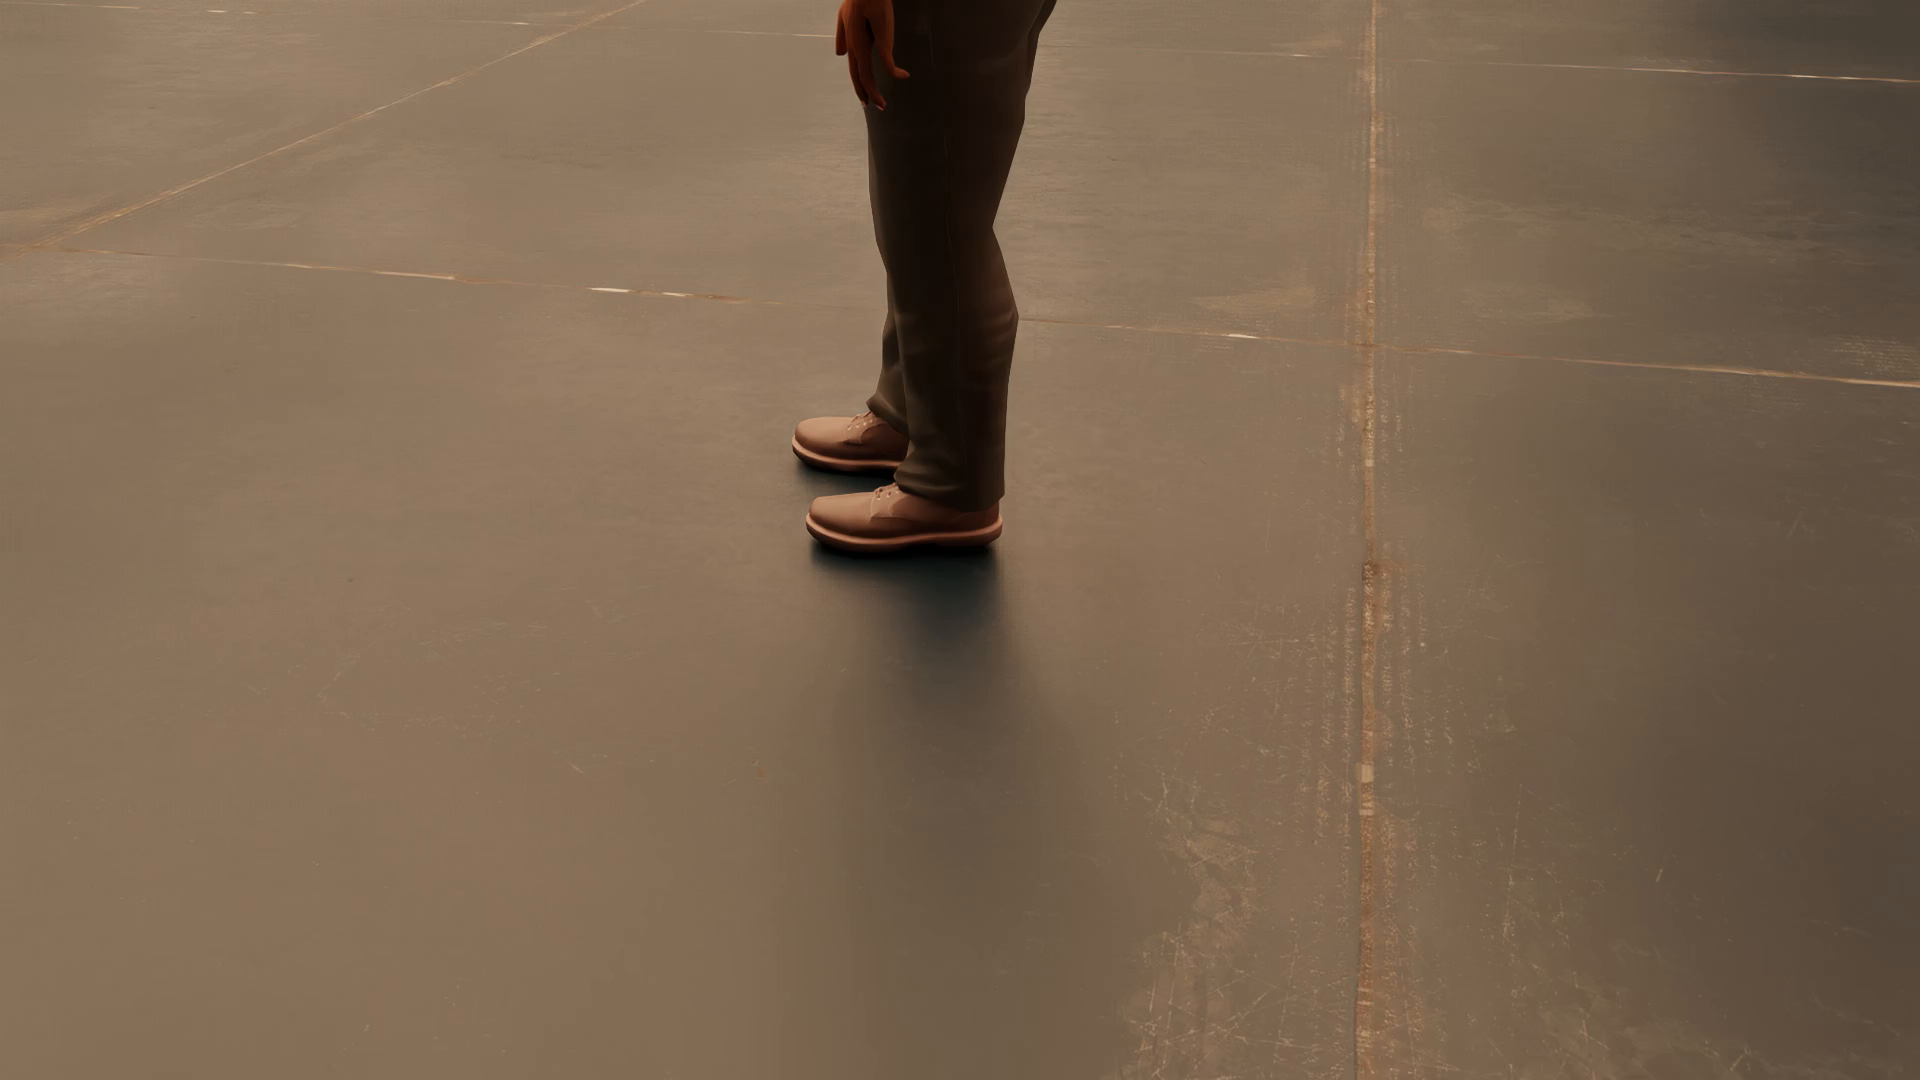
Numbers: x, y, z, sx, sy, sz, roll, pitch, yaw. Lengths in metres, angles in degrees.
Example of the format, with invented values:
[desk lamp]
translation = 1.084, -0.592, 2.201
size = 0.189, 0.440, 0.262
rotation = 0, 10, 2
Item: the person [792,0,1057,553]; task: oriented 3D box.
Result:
[person]
translation = -0.081, -0.762, 2.159
size = 0.504, 1.654, 0.570
rotation = 6, 27, 11
